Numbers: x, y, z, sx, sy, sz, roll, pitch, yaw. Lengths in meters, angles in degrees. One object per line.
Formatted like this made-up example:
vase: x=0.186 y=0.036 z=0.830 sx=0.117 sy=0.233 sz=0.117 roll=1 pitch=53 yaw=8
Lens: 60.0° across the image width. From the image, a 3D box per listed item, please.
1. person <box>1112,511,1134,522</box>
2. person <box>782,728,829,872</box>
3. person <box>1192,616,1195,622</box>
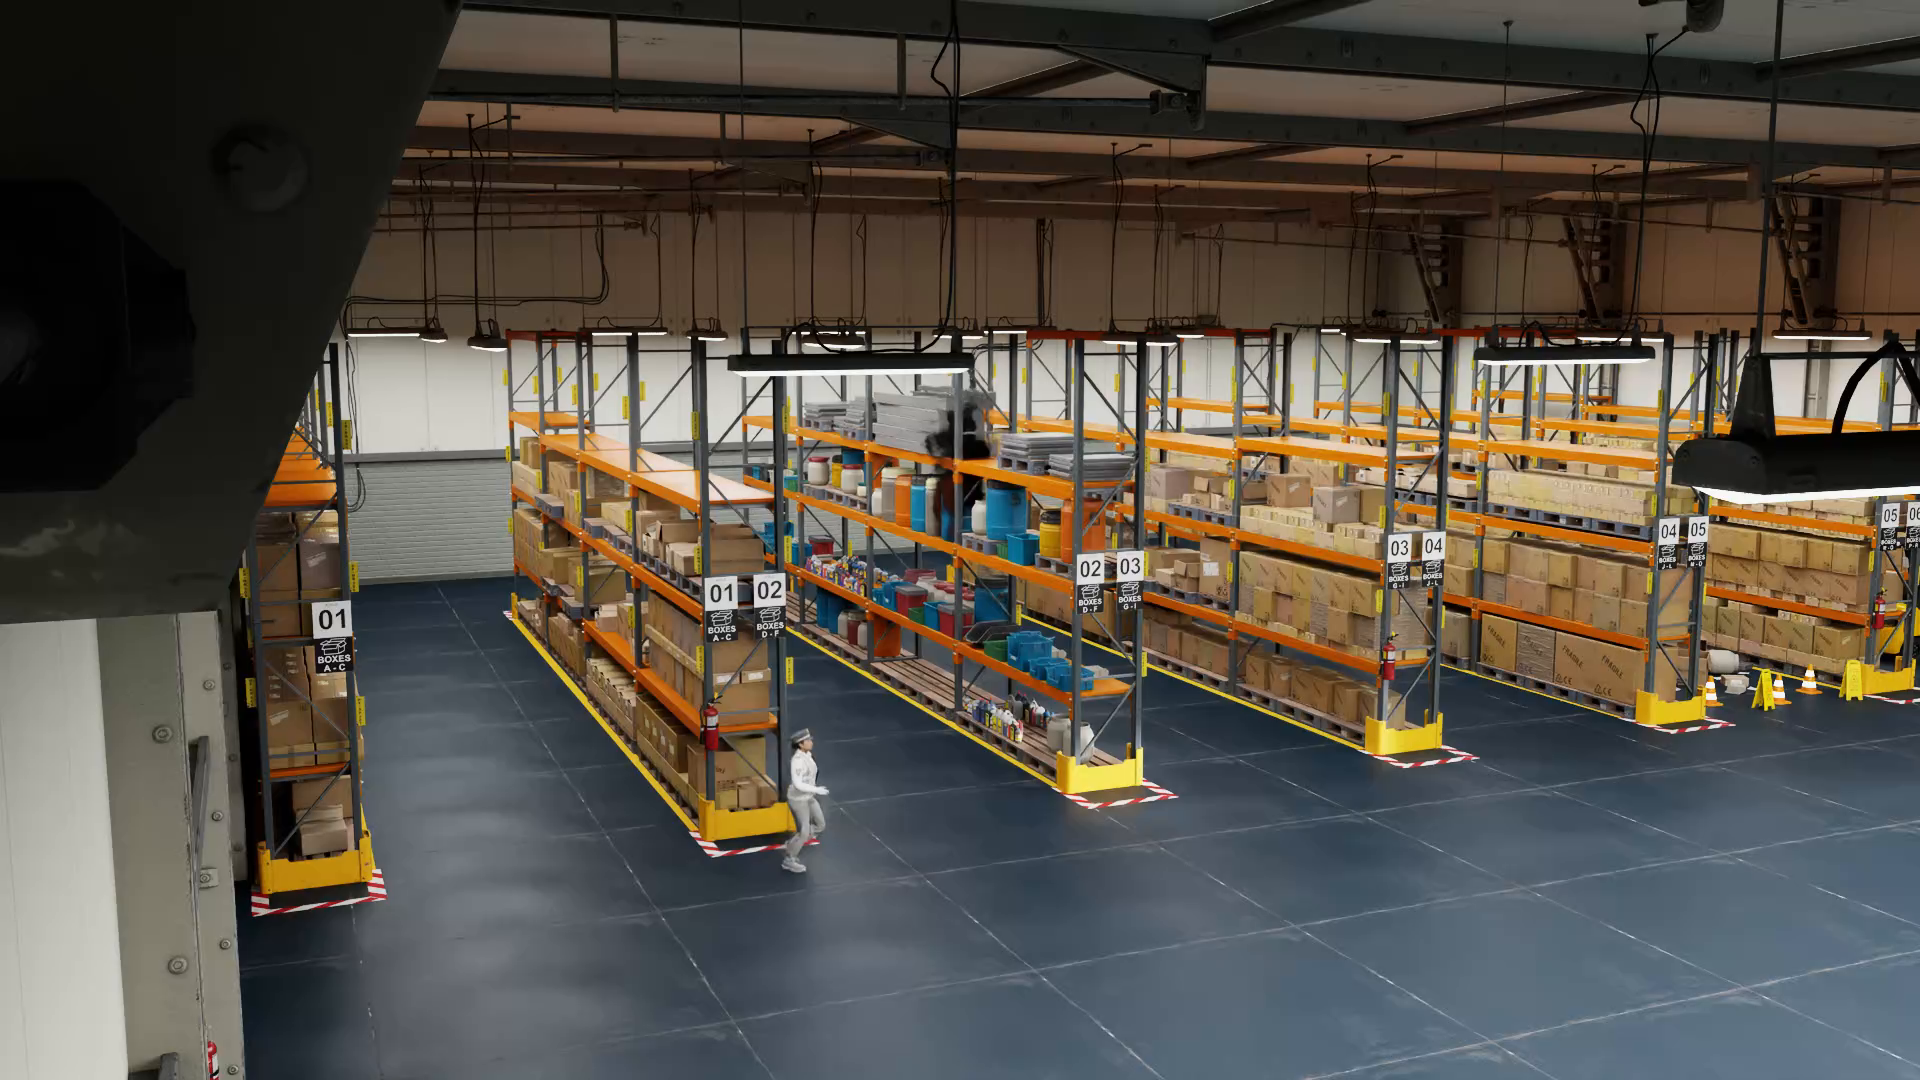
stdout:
person: x=3.925 y=-0.190 z=41.506 sx=0.895 sy=1.724 sz=0.828 roll=-4 pitch=9 yaw=-24
person: x=-1.746 y=2.946 z=18.970 sx=0.571 sy=1.662 sz=0.657 roll=1 pitch=8 yaw=10
person: x=4.489 y=1.014 z=33.328 sx=0.611 sy=1.632 sz=0.765 roll=-4 pitch=9 yaw=-28
